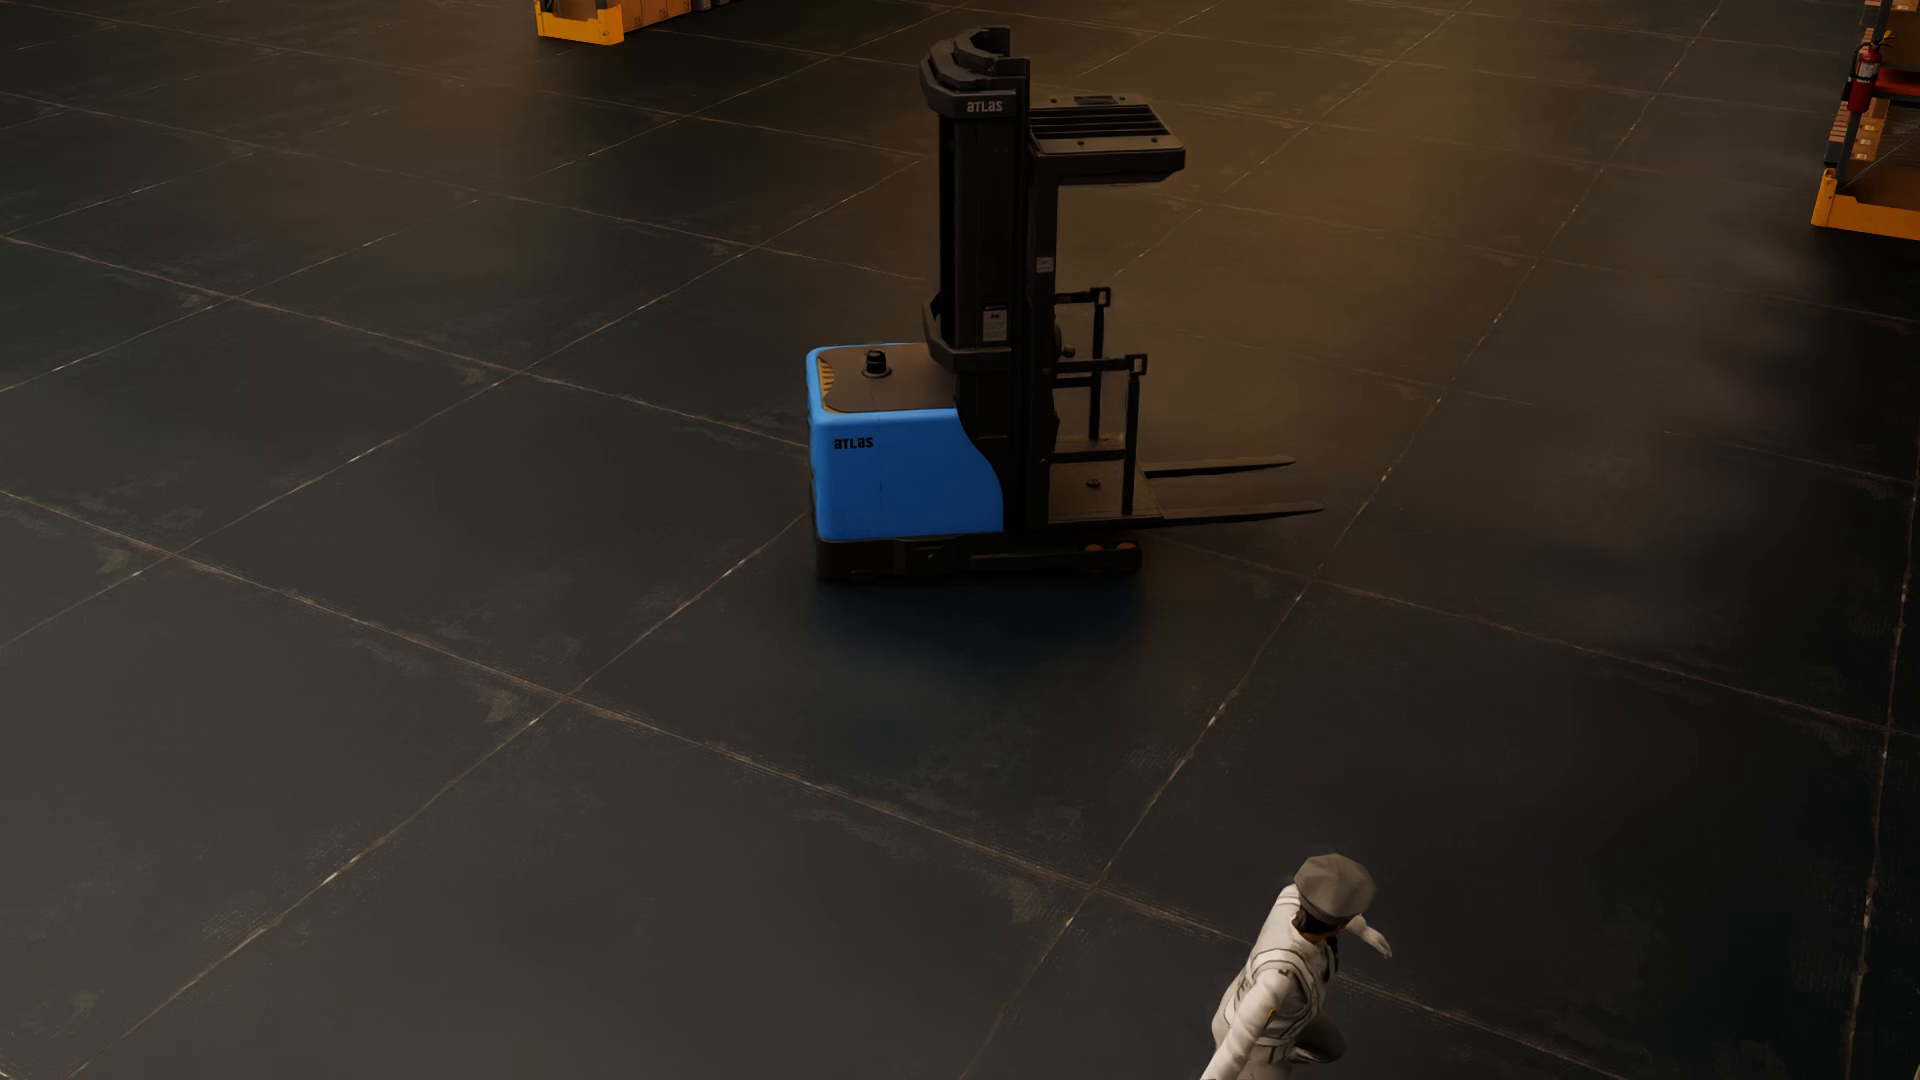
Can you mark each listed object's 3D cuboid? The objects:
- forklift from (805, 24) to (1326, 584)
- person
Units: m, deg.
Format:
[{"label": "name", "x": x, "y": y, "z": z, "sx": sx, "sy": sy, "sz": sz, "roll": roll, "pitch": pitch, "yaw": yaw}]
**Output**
[{"label": "forklift", "x": 0.632, "y": -1.335, "z": 9.383, "sx": 3.031, "sy": 2.935, "sz": 1.130, "roll": -4, "pitch": 30, "yaw": -6}, {"label": "person", "x": 1.060, "y": 1.729, "z": 5.582, "sx": 0.528, "sy": 1.596, "sz": 1.067, "roll": 16, "pitch": 34, "yaw": 25}]
